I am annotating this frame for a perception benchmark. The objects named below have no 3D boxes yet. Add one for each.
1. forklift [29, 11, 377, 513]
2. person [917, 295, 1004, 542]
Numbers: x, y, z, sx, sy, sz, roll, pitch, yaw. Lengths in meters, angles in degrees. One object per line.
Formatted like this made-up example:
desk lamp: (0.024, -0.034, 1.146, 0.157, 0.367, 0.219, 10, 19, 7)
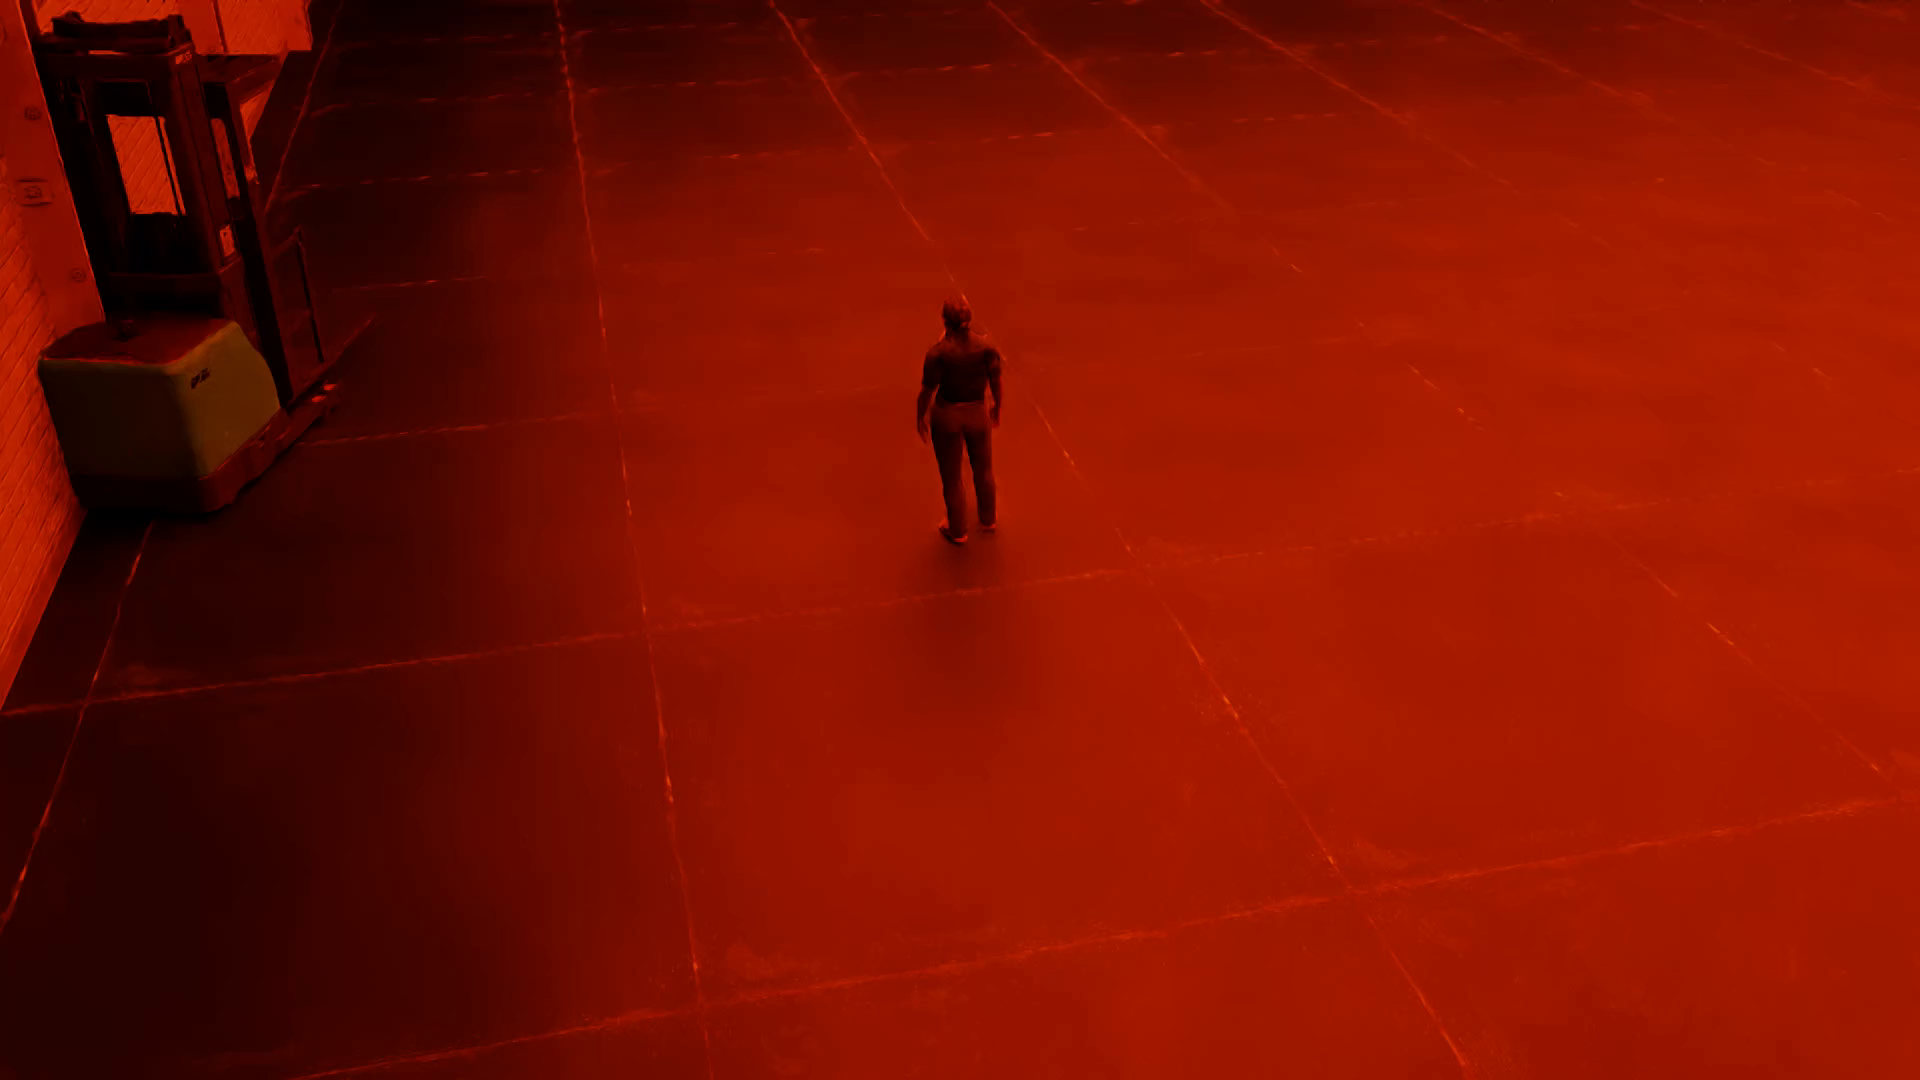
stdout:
forklift: (-5.126, -2.154, 11.296, 1.130, 2.935, 3.031, 3, 30, 6)
person: (-0.002, -0.767, 10.160, 0.570, 1.654, 0.503, -7, 31, -12)
